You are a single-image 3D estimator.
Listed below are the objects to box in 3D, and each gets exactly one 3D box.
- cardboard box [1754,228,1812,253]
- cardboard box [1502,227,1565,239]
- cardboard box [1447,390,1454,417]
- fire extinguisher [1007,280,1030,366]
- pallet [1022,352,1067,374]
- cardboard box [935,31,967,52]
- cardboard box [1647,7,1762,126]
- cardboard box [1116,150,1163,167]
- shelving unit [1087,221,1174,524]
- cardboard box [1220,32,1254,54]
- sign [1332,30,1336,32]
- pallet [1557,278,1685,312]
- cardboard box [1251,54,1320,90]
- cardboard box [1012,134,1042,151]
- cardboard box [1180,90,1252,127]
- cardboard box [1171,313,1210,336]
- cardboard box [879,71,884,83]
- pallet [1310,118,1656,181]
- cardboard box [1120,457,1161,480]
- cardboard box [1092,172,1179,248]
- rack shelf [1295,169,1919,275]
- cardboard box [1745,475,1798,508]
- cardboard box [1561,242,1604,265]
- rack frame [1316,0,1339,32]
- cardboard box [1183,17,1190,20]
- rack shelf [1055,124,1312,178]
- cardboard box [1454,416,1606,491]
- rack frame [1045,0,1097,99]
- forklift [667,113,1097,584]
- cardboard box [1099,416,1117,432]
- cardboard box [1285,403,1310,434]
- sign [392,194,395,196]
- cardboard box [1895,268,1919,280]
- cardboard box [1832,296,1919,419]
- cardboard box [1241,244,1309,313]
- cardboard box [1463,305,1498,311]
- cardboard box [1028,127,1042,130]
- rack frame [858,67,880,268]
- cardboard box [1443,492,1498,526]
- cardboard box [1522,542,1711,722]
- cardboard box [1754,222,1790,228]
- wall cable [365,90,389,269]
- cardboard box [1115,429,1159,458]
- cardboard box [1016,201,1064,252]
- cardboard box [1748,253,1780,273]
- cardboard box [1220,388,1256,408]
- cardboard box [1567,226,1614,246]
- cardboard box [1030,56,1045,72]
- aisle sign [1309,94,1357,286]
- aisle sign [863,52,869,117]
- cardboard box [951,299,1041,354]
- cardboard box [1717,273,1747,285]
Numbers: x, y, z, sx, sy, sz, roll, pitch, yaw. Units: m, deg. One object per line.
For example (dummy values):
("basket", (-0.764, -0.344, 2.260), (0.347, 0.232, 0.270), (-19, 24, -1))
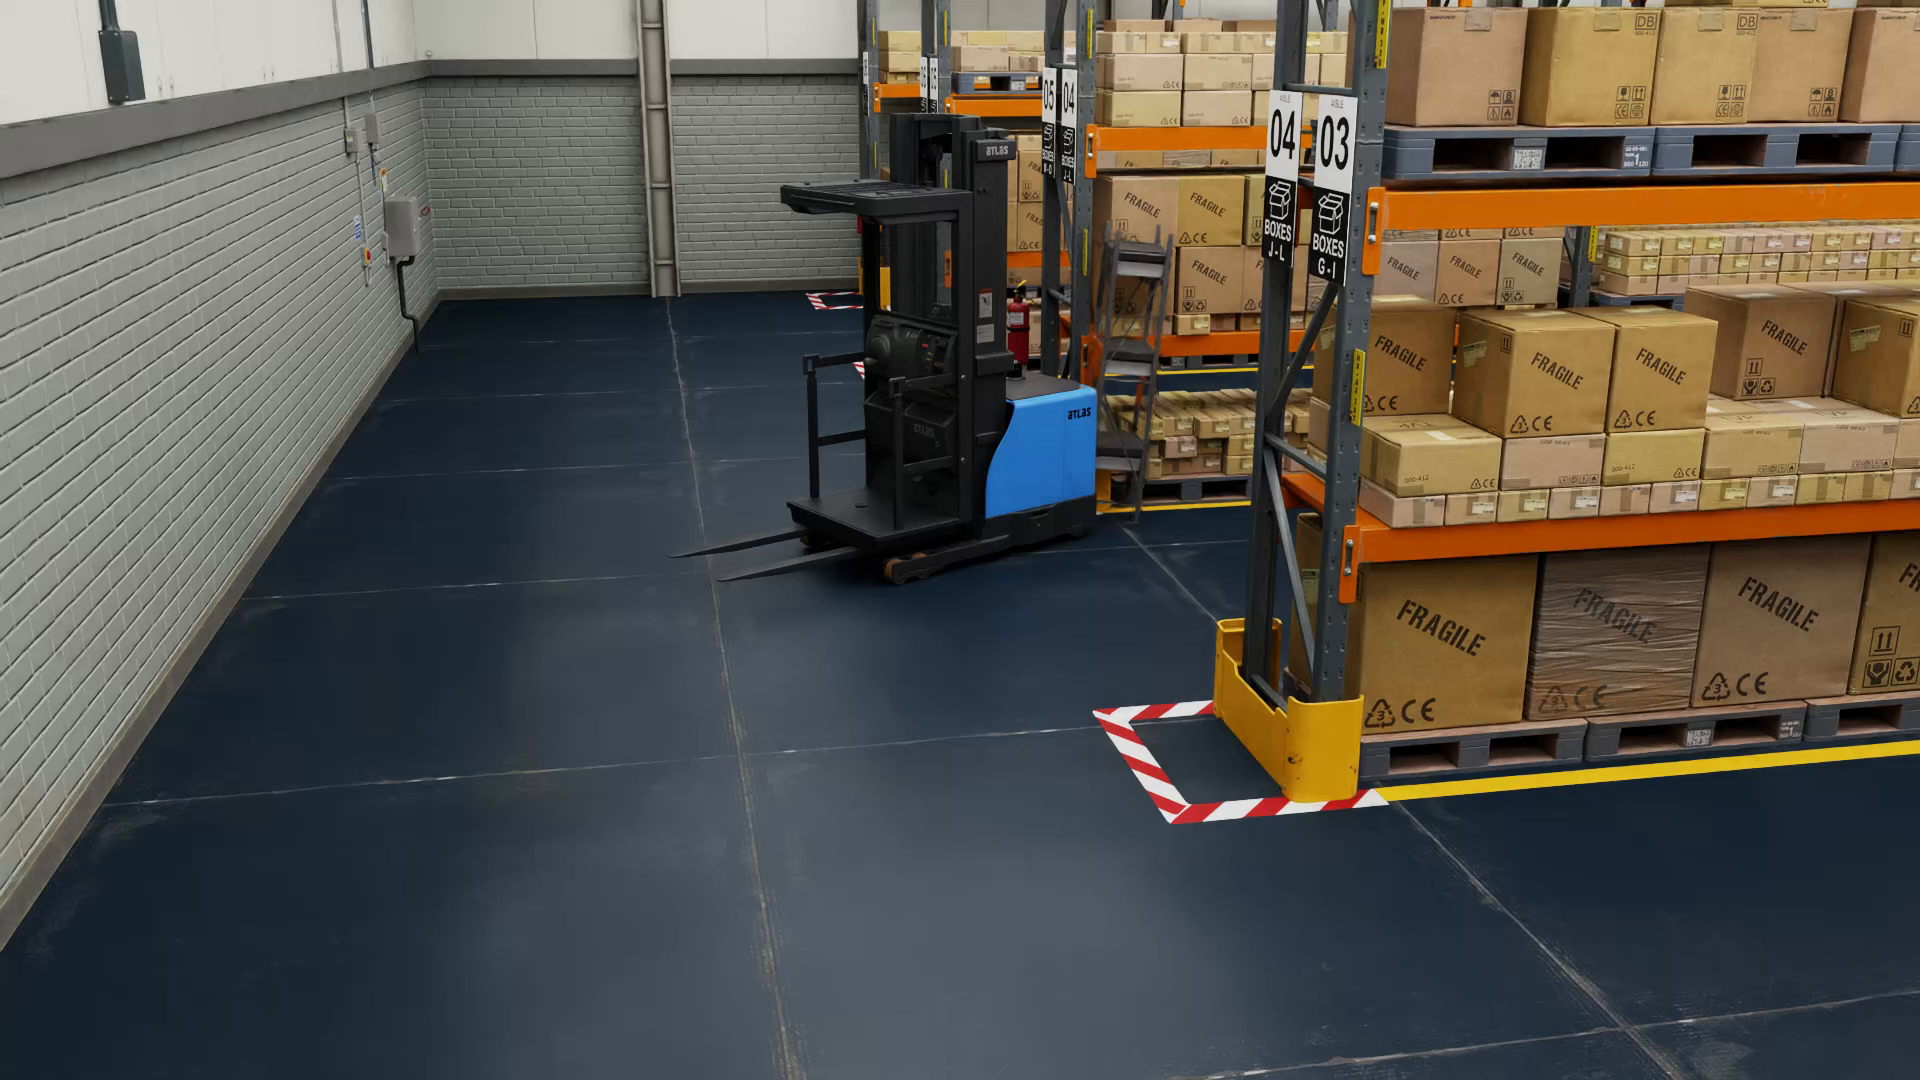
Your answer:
("cardboard box", (6.465, -2.361, 13.089), (0.250, 0.149, 0.380), (-3, 17, -8))
("cardboard box", (4.311, -2.598, 12.781), (0.500, 0.500, 0.500), (-4, 17, -12))
("cardboard box", (2.560, -0.578, 8.333), (0.500, 0.250, 0.500), (-4, 17, -11))
("fire extinguisher", (0.459, -1.715, 13.054), (0.183, 0.674, 0.296), (-3, 17, -10))
("pallet", (0.526, -1.967, 17.856), (1.213, 0.211, 1.003), (-3, 17, -10))
("cardboard box", (-0.203, -6.382, 21.270), (0.500, 0.250, 0.500), (-3, 17, -11))
("cardboard box", (3.210, -2.190, 7.668), (0.500, 0.500, 0.700), (-4, 18, -14))
("cardboard box", (1.781, -3.793, 17.178), (0.500, 0.500, 0.500), (-3, 17, -10))
("shelving unit", (1.173, -1.203, 12.014), (0.431, 2.100, 0.503), (4, 18, -5))
("cardboard box", (1.928, -3.572, 11.948), (0.250, 0.149, 0.380), (-3, 17, -10))
("sign", (3.790, -5.014, 16.905), (0.005, 0.325, 0.100), (-3, 17, -10))
("pallet", (5.500, -1.943, 13.356), (1.213, 0.211, 1.003), (-3, 17, -10))
("cardboard box", (2.285, -3.416, 12.120), (0.500, 0.250, 0.500), (-3, 17, -10))
("cardboard box", (0.678, -4.025, 16.829), (0.250, 0.149, 0.380), (-3, 17, -9))
("cardboard box", (1.801, -3.153, 12.115), (0.500, 0.250, 0.500), (-3, 17, -9))
("cardboard box", (1.691, -1.640, 12.472), (0.250, 0.149, 0.380), (-4, 17, -12))
("cardboard box", (-0.919, -6.062, 21.757), (0.250, 0.149, 0.380), (-3, 17, -9))
("pallet", (2.362, -1.812, 7.643), (1.213, 0.211, 1.003), (-3, 17, -10))
("cardboard box", (1.369, -0.586, 12.752), (0.250, 0.149, 0.380), (-3, 17, -9))
("cardboard box", (1.285, -2.428, 12.227), (0.500, 0.500, 0.500), (-3, 17, -11))
("rack shelf", (3.600, -1.577, 7.954), (4.000, 0.370, 1.077), (-3, 17, -10))
("cardboard box", (3.814, -0.282, 8.047), (0.250, 0.149, 0.380), (-3, 17, -10))
("cardboard box", (5.075, -2.336, 13.515), (0.250, 0.149, 0.380), (-3, 17, -9))
("rack frame", (3.683, -6.323, 17.072), (0.127, 3.000, 1.000), (-3, 17, -10))
("cardboard box", (3.026, -6.826, 22.147), (0.258, 0.266, 0.396), (-3, 17, -11))
("rack shelf", (2.758, -3.013, 12.628), (4.000, 0.370, 1.077), (-3, 17, -10))
("cardboard box", (2.668, -0.426, 7.839), (0.500, 0.250, 0.500), (-3, 17, -11))
("rack frame", (0.794, -4.679, 11.719), (0.127, 3.000, 1.000), (-3, 17, -10))
("forklift", (-0.495, -1.287, 11.011), (3.031, 2.935, 1.130), (-13, 21, -36))
("cardboard box", (1.258, -0.903, 13.277), (0.250, 0.149, 0.380), (-4, 17, -12))
("cardboard box", (2.662, -0.944, 12.903), (0.250, 0.149, 0.380), (-3, 17, -10))
("sign", (-6.328, -3.611, 18.621), (0.001, 0.494, 0.329), (-3, 17, -10))
("cardboard box", (7.510, -2.137, 13.373), (0.250, 0.149, 0.380), (-3, 17, -11))
("cardboard box", (4.670, -0.898, 8.099), (0.500, 0.500, 0.500), (-3, 17, -10))
("cardboard box", (2.291, -2.007, 12.562), (0.500, 0.500, 0.500), (-3, 17, -10))
("cardboard box", (3.980, -1.787, 12.950), (0.250, 0.149, 0.380), (-3, 17, -8))
("cardboard box", (1.225, -5.309, 22.459), (0.500, 0.500, 0.500), (-4, 17, -12))
("rack frame", (-1.189, -4.663, 21.886), (0.127, 3.000, 1.000), (-3, 17, -10))
("cardboard box", (2.299, -0.195, 7.766), (0.250, 0.149, 0.380), (-4, 17, -11))
("cardboard box", (3.143, 0.330, 8.533), (0.875, 0.875, 0.875), (-3, 17, -10))
("cardboard box", (6.623, -2.566, 13.755), (0.250, 0.149, 0.380), (-3, 17, -11))
("wall cable", (-6.056, -3.806, 17.363), (0.122, 1.984, 0.588), (-3, 17, -10))
("cardboard box", (1.357, -0.747, 12.767), (0.250, 0.149, 0.380), (-3, 17, -8))
("cardboard box", (0.773, -3.261, 17.149), (0.500, 0.500, 0.500), (-3, 17, -11))
("cardboard box", (6.223, -2.206, 13.092), (0.250, 0.149, 0.380), (-3, 17, -8))
("cardboard box", (2.273, -1.112, 13.450), (0.250, 0.149, 0.380), (-3, 17, -8))
("cardboard box", (5.079, -2.478, 13.469), (0.250, 0.149, 0.380), (-2, 17, -8))
("cardboard box", (0.868, -4.789, 16.729), (0.250, 0.149, 0.380), (-3, 17, -8))
("aisle sign", (1.622, -1.528, 7.250), (0.004, 0.787, 0.394), (-3, 17, -10))
("aisle sign", (-1.201, -5.818, 21.216), (0.004, 0.787, 0.394), (-3, 17, -10))
("cardboard box", (0.385, -2.274, 17.756), (0.875, 0.438, 0.875), (-4, 17, -12))
("cardboard box", (5.960, -2.048, 13.082), (0.250, 0.149, 0.380), (-3, 17, -10))
